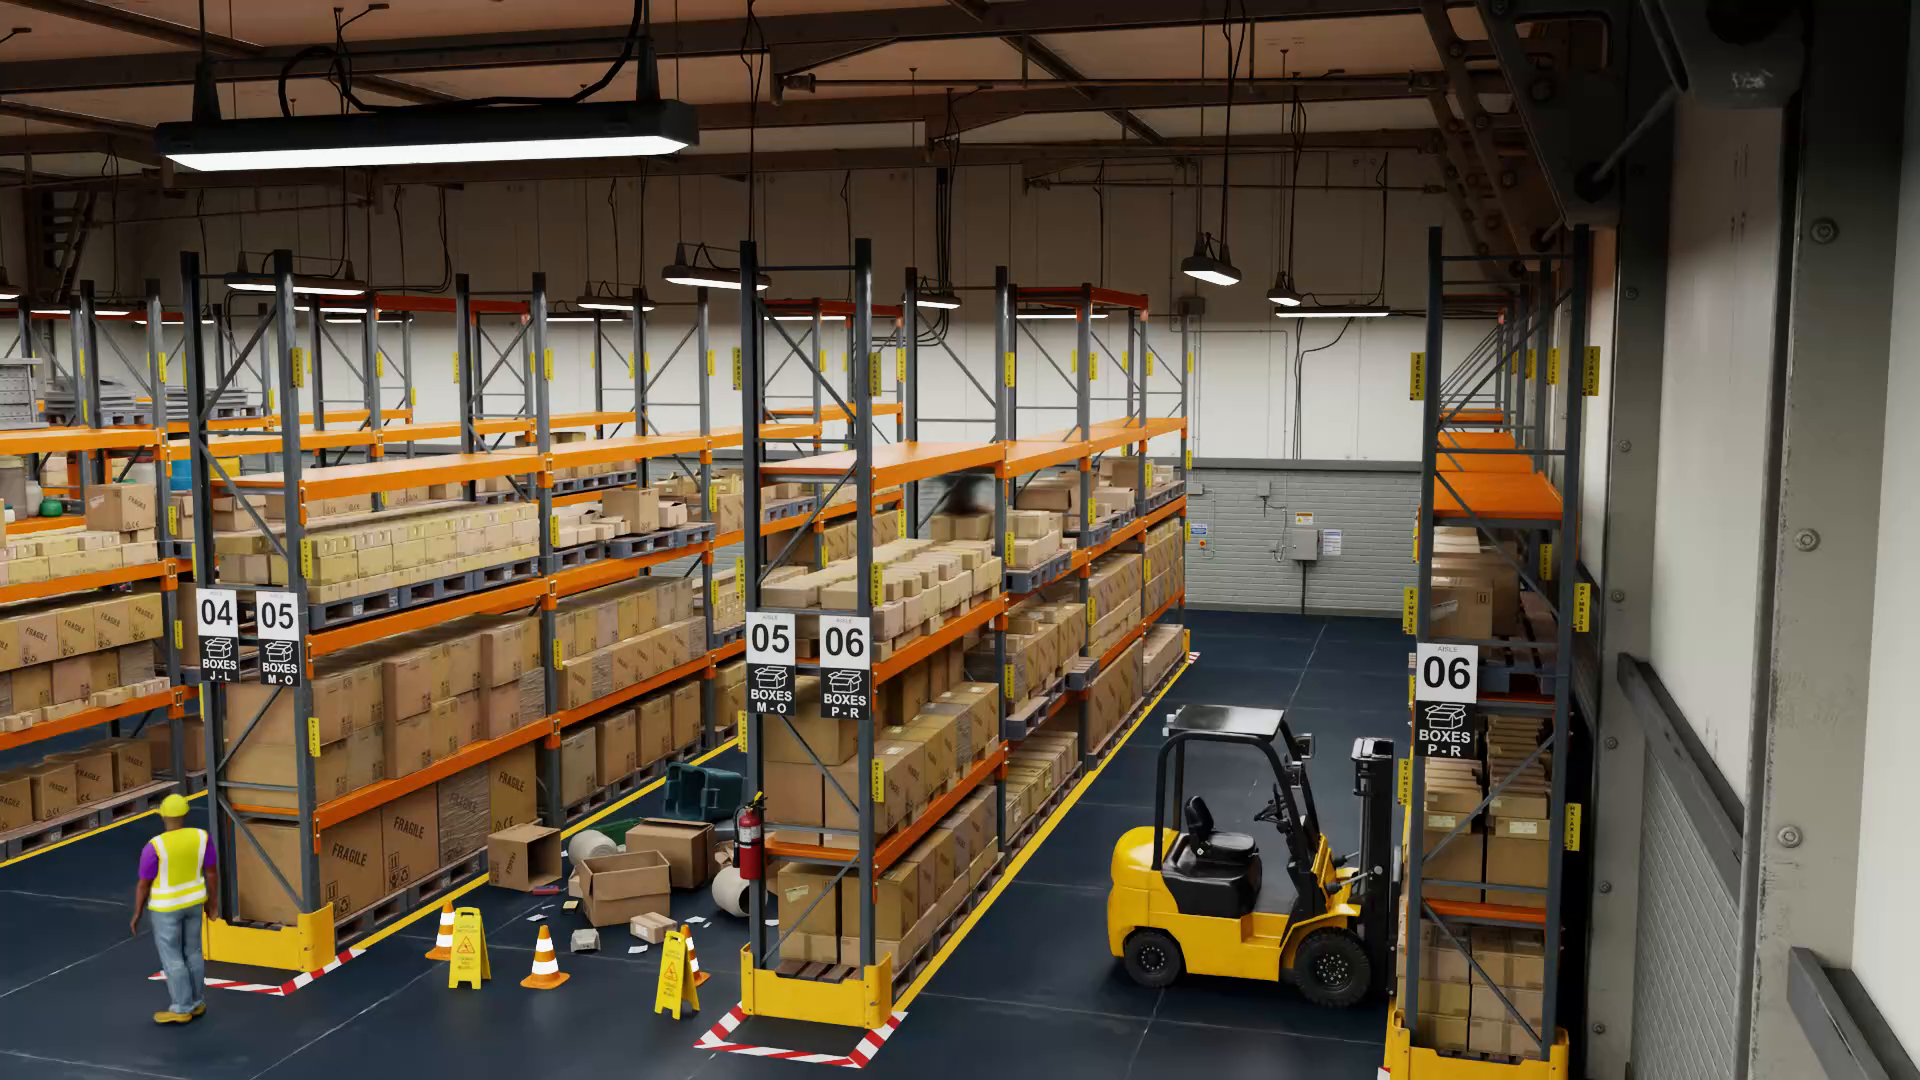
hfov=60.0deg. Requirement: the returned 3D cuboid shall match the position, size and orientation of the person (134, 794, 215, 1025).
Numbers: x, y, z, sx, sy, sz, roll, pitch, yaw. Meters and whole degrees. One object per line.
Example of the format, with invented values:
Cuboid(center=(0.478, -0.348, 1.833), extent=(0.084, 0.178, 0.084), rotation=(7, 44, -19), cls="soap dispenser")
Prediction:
Cuboid(center=(-6.082, 2.849, 12.911), extent=(0.341, 1.779, 0.620), rotation=(3, 7, 24), cls="person")
